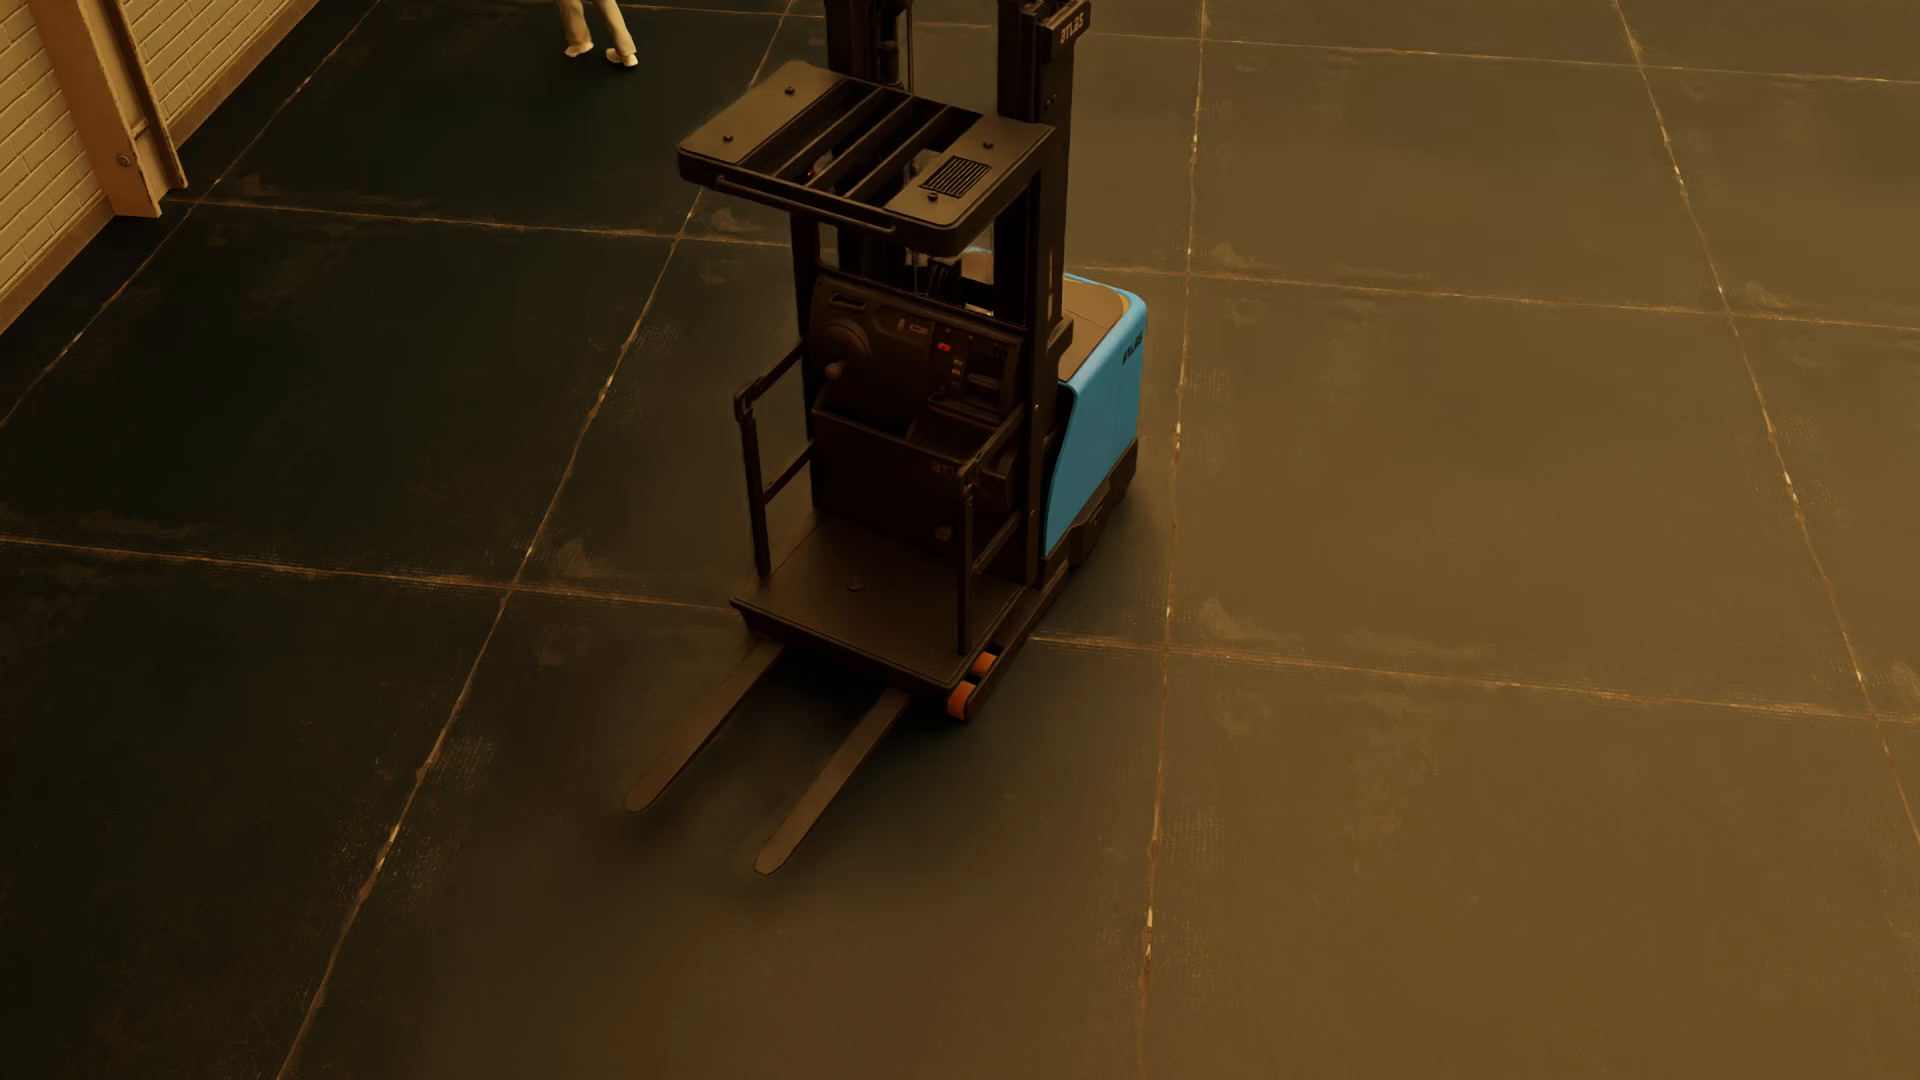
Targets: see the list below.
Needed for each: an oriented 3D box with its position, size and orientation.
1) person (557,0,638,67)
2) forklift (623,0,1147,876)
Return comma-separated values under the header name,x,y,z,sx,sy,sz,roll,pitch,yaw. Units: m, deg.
name,x,y,z,sx,sy,sz,roll,pitch,yaw
person,-2.437,-3.886,10.972,0.757,1.671,0.511,25,48,24
forklift,-0.288,-0.670,6.454,1.130,2.935,3.031,20,46,21
